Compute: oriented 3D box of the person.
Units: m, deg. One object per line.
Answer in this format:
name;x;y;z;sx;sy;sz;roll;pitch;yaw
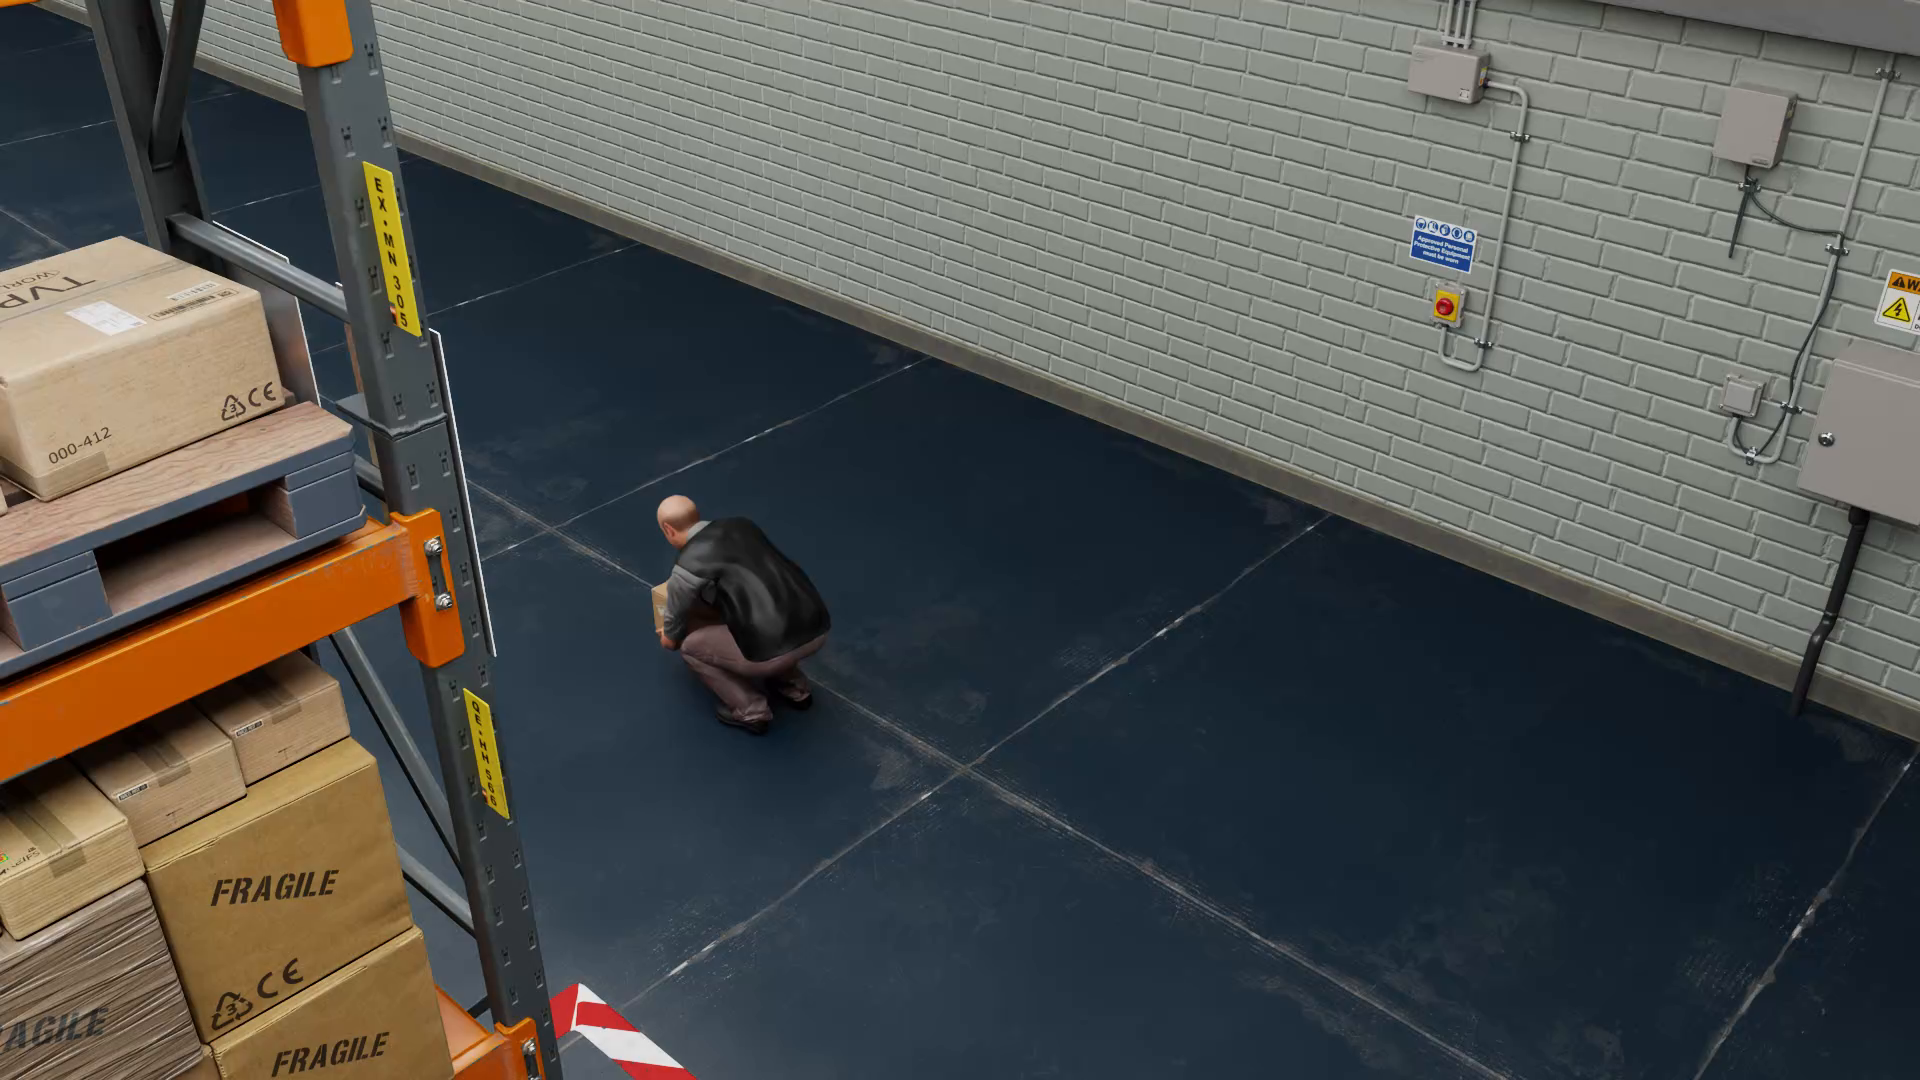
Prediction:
person;-0.991;0.314;7.377;0.876;0.972;0.516;24;39;34
